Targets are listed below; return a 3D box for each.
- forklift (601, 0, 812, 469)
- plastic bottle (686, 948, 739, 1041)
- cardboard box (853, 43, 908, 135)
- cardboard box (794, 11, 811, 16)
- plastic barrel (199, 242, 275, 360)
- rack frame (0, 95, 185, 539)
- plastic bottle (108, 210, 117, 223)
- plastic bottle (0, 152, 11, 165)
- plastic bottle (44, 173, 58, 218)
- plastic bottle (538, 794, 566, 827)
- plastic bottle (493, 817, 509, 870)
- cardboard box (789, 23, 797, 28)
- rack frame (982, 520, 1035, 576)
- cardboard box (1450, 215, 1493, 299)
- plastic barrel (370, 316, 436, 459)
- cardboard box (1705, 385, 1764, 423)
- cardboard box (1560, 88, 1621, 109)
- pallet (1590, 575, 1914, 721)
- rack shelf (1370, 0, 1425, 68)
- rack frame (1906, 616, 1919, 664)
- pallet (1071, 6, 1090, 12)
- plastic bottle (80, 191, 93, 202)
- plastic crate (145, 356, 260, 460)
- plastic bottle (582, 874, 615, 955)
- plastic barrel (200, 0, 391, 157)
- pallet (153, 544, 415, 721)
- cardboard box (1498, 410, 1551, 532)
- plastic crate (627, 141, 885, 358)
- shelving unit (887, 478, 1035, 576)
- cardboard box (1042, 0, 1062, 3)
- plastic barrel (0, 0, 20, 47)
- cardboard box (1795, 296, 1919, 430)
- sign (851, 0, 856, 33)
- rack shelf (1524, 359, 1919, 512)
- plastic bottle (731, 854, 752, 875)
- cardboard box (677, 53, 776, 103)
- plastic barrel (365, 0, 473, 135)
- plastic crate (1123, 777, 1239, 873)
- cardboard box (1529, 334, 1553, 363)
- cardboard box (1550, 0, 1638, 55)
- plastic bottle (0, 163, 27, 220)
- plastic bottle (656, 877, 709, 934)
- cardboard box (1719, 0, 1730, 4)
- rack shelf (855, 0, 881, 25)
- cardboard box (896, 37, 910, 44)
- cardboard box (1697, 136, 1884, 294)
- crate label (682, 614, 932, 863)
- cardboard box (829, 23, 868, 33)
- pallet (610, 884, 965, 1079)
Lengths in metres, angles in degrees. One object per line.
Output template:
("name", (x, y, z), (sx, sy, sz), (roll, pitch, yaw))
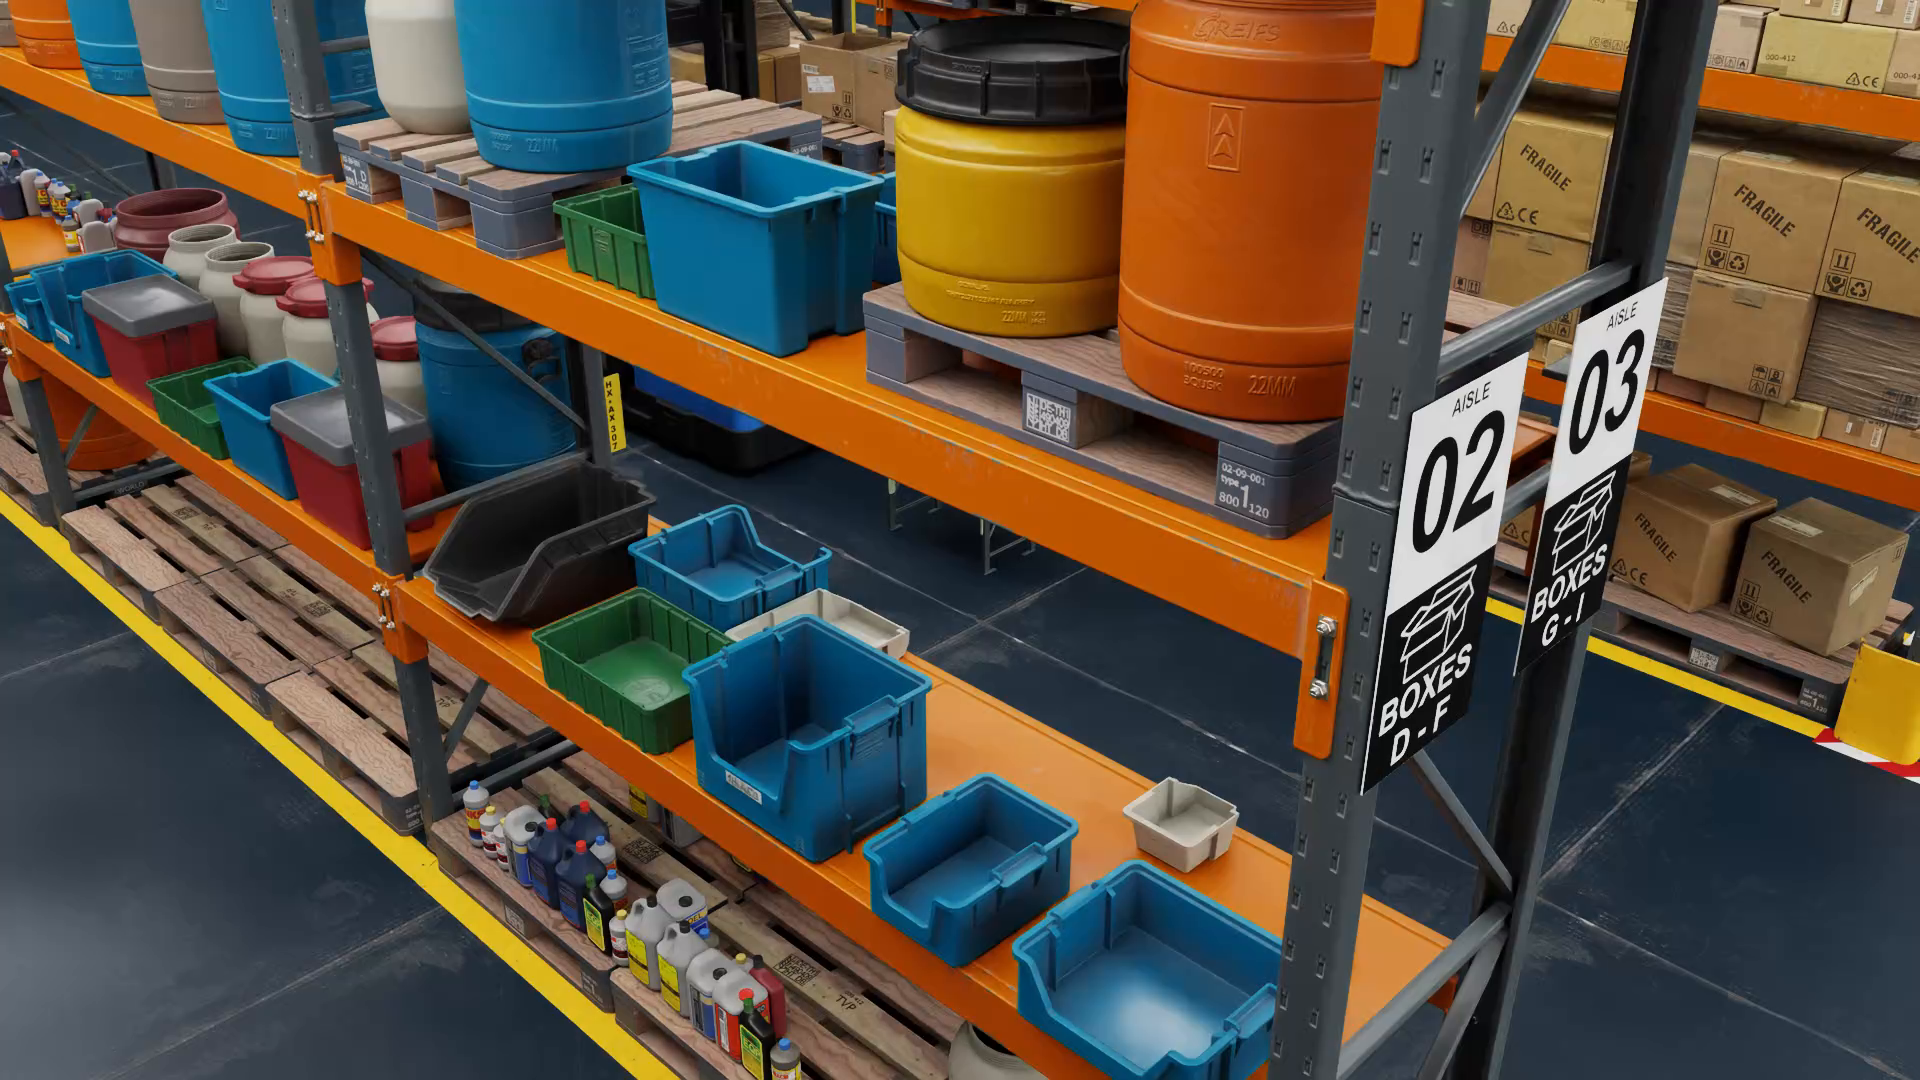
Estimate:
("forklift", (-2.001, -2.299, 10.473), (3.031, 2.935, 1.130), (24, 36, 38))
("plastic bottle", (-0.819, 1.520, 5.590), (0.135, 0.276, 0.152), (23, 36, 37))
("cardboard box", (-0.294, -3.073, 11.312), (0.700, 0.500, 0.500), (-19, 33, -32))
("cardboard box", (-1.991, -6.159, 19.712), (0.380, 0.149, 0.250), (-24, 36, -37))
("plastic barrel", (-3.464, -1.158, 8.109), (0.421, 0.512, 0.421), (0, 28, 0))
("rack frame", (-4.647, -1.511, 8.900), (0.127, 3.000, 1.000), (25, 36, 38))
("plastic bottle", (-4.793, -1.749, 9.492), (0.097, 0.271, 0.097), (0, 28, 0))
("plastic bottle", (-6.111, -2.337, 10.604), (0.135, 0.276, 0.152), (25, 36, 38))
("plastic bottle", (-5.521, -2.100, 10.146), (0.133, 0.283, 0.061), (25, 36, 38))
("plastic bottle", (-1.551, 1.112, 6.358), (0.133, 0.283, 0.061), (25, 36, 38))
("plastic bottle", (-1.730, 1.154, 6.367), (0.097, 0.201, 0.097), (0, 28, 0))
("cardboard box", (-1.996, -5.809, 19.046), (0.250, 0.149, 0.380), (25, 36, 38))
("rack frame", (0.266, -0.542, 8.670), (0.023, 1.500, 0.400), (25, 36, 38))
("cardboard box", (2.714, -1.553, 8.554), (0.500, 0.500, 0.875), (25, 36, 38))
("plastic barrel", (-2.324, -0.651, 7.119), (0.433, 0.535, 0.433), (0, 28, 0))
("cardboard box", (3.622, -0.691, 7.610), (0.250, 0.149, 0.380), (25, 36, 38))
("cardboard box", (3.259, -1.922, 8.181), (0.500, 0.500, 0.500), (25, 36, 38))
("pallet", (3.921, 0.388, 8.285), (1.213, 0.211, 1.003), (25, 36, 38))
("rack shelf", (-0.369, -1.713, 4.041), (4.000, 0.370, 1.077), (25, 36, 38))
("rack frame", (4.530, -0.544, 7.062), (0.127, 3.000, 1.000), (25, 36, 38))
("pallet", (1.792, -4.880, 15.514), (1.003, 0.211, 1.213), (25, 36, 38))
("plastic bottle", (-5.123, -1.918, 9.799), (0.133, 0.283, 0.061), (25, 36, 38))
("plastic crate", (-3.235, -0.587, 7.370), (0.662, 0.188, 0.450), (25, 36, 38))
("plastic bottle", (-1.287, 1.332, 5.939), (0.061, 0.283, 0.133), (-23, 36, -37))
("plastic barrel", (-2.310, -1.849, 5.782), (0.708, 0.901, 0.600), (25, 36, 38))
("pallet", (-3.257, 0.387, 8.287), (1.213, 0.211, 1.003), (25, 36, 38))
("cardboard box", (2.846, -0.424, 9.069), (0.500, 0.500, 0.500), (21, 34, 34))
("plastic crate", (-0.514, -0.743, 4.235), (0.575, 0.384, 0.392), (25, 36, 38))
("shelving unit", (0.005, -0.662, 8.897), (0.755, 1.500, 0.431), (25, 36, 38))
("cardboard box", (0.973, -5.186, 15.708), (0.250, 0.149, 0.380), (23, 35, 36))
("plastic barrel", (-4.214, -2.720, 7.439), (0.600, 0.901, 0.600), (0, 28, 0))
("cardboard box", (4.157, -0.909, 7.328), (0.500, 0.500, 0.875), (25, 36, 38))
("sign", (-0.801, -3.815, 12.124), (0.005, 0.325, 0.100), (25, 36, 38))
("rack shelf", (3.103, -0.878, 8.471), (4.000, 0.370, 1.077), (25, 36, 38))
("plastic bottle", (-0.820, 1.127, 6.330), (0.133, 0.283, 0.061), (25, 36, 38))
("cardboard box", (-1.701, -3.278, 12.153), (0.500, 0.500, 0.500), (-24, 36, -38))
("plastic barrel", (-1.626, -1.563, 5.205), (0.421, 0.512, 0.421), (0, 28, 0))
("plastic crate", (0.645, 0.817, 4.756), (0.250, 0.136, 0.298), (25, 36, 38))
("cardboard box", (2.909, -1.017, 8.231), (0.250, 0.149, 0.380), (25, 36, 38))
("cardboard box", (2.928, -2.373, 7.478), (0.500, 0.250, 0.500), (24, 36, 38))
("plastic bottle", (-5.840, -2.149, 10.167), (0.185, 0.351, 0.144), (25, 36, 38))
("plastic bottle", (-0.987, 1.349, 5.915), (0.135, 0.276, 0.152), (25, 36, 38))
("cardboard box", (3.190, -2.396, 7.093), (0.250, 0.149, 0.380), (22, 35, 36))
("rack shelf", (-1.904, -6.407, 18.985), (4.000, 0.370, 1.077), (25, 36, 38))
("cardboard box", (-0.578, -5.441, 18.348), (0.380, 0.149, 0.250), (-24, 36, -37))
("cardboard box", (3.604, -1.421, 7.229), (0.500, 0.500, 0.500), (25, 36, 38))
("crate label", (-0.445, 0.573, 4.899), (0.616, 0.435, 0.502), (25, 36, 38))
("cardboard box", (-1.274, -5.805, 19.039), (0.380, 0.149, 0.250), (-24, 36, -38))
("pallet", (-0.471, 1.660, 5.867), (1.213, 0.211, 1.003), (25, 36, 38))
